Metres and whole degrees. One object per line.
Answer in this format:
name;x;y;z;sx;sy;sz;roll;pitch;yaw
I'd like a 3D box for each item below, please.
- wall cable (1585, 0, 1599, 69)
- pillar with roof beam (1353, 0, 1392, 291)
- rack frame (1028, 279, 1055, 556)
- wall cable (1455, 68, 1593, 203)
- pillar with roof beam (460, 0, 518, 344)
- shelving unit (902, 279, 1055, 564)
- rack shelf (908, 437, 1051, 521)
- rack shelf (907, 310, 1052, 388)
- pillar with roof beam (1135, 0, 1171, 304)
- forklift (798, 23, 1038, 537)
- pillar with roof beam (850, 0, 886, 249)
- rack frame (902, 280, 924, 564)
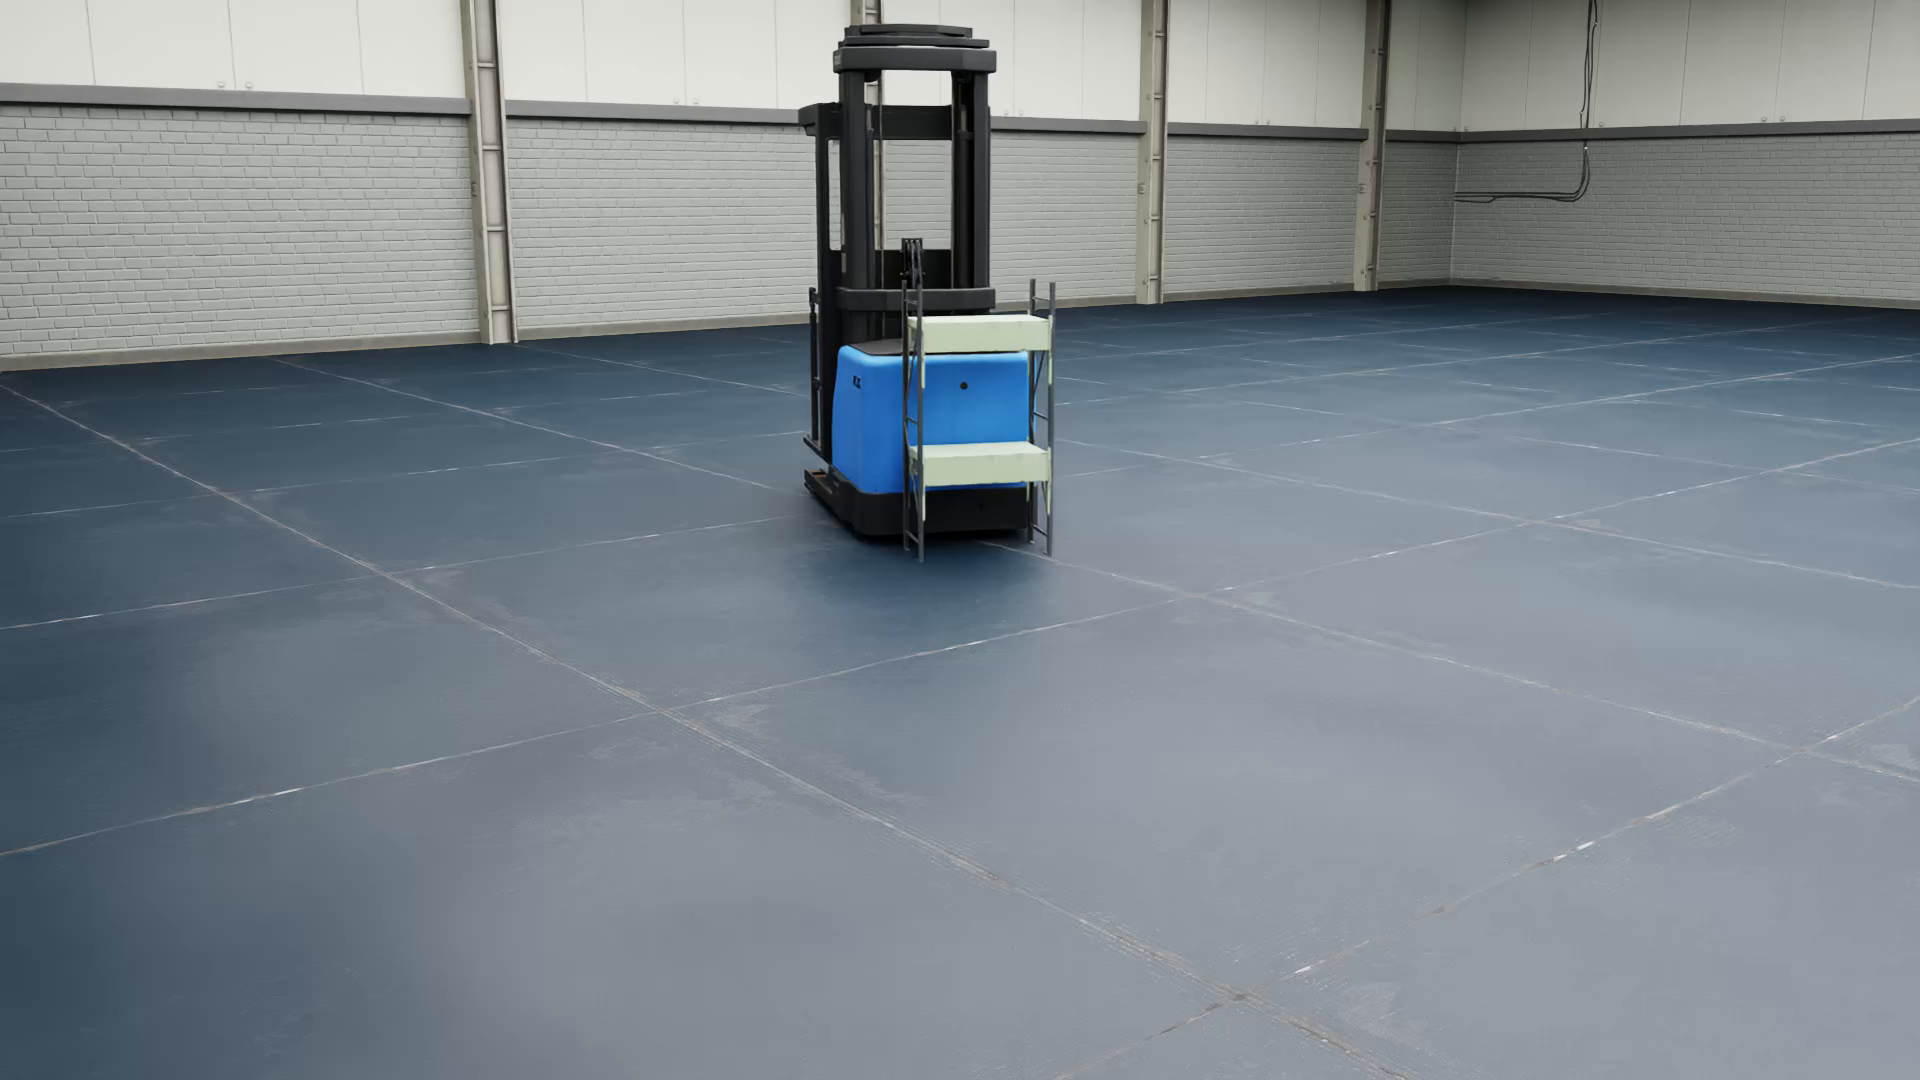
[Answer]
wall cable;12.818;-10.012;30.433;0.112;2.526;3.097;-9;15;-38
pillar with roof beam;10.691;-8.634;28.623;0.400;9.000;9.100;-9;15;-38
rack frame;0.450;-0.683;9.236;0.023;1.500;0.400;-3;12;-14
wall cable;11.128;-7.981;33.024;0.112;2.526;3.097;-9;15;-38
pillar with roof beam;-3.364;-6.298;17.624;0.400;9.000;9.100;-9;15;-38
shelving unit;0.096;-0.664;9.146;0.755;1.500;0.431;-3;12;-14
rack shelf;0.096;-0.345;9.214;0.720;0.370;0.431;-3;12;-14
rack shelf;0.096;-1.046;9.065;0.720;0.370;0.431;-3;12;-14
pillar with roof beam;6.006;-7.855;24.957;0.400;9.000;9.100;-9;15;-38
forklift;-0.411;-1.715;10.648;1.130;2.935;3.031;-3;12;-14
pillar with roof beam;1.321;-7.077;21.290;0.400;9.000;9.100;-9;15;-38
rack frame;-0.258;-0.645;9.056;0.023;1.500;0.400;-3;12;-14
